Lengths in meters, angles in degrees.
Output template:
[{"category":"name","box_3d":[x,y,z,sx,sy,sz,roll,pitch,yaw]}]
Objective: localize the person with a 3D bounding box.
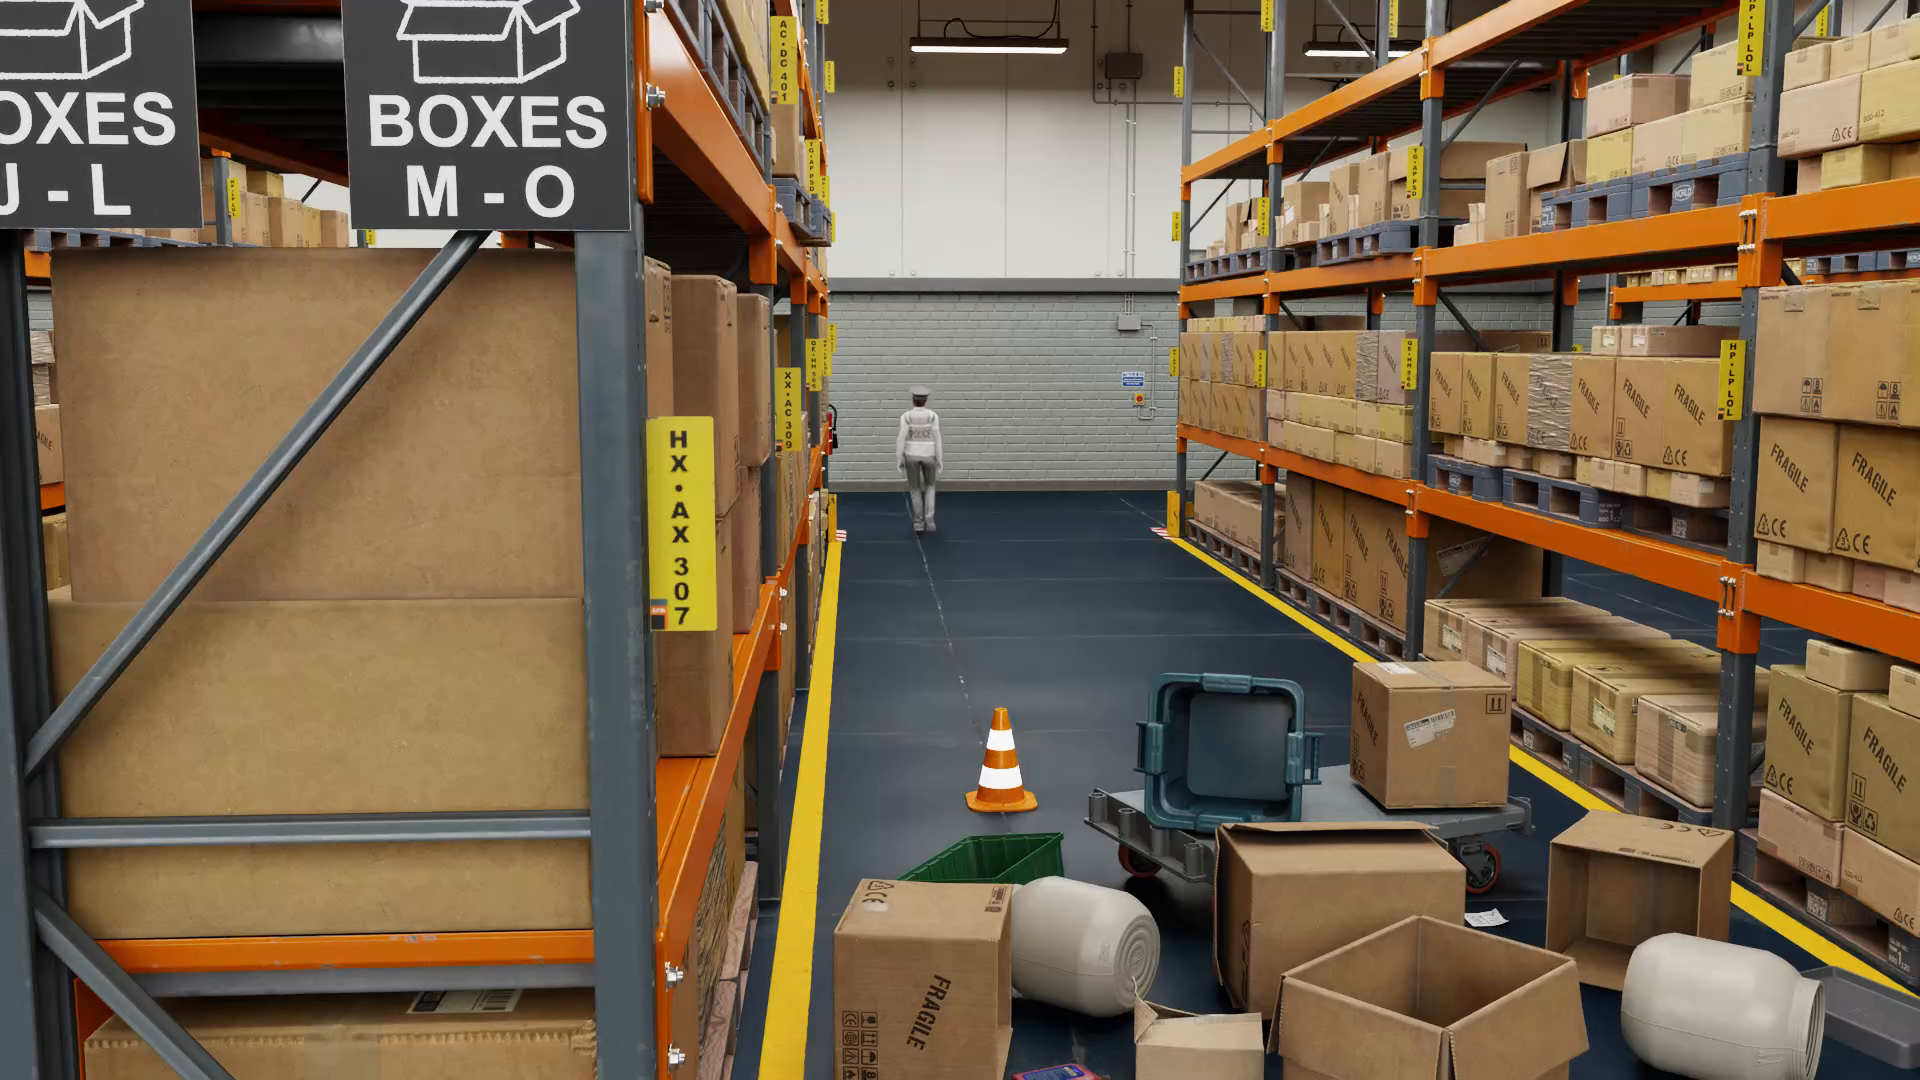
[{"category":"person","box_3d":[1.006,-1.406,13.418,7.140,2.342,21.391,-1,7,-9]}]
